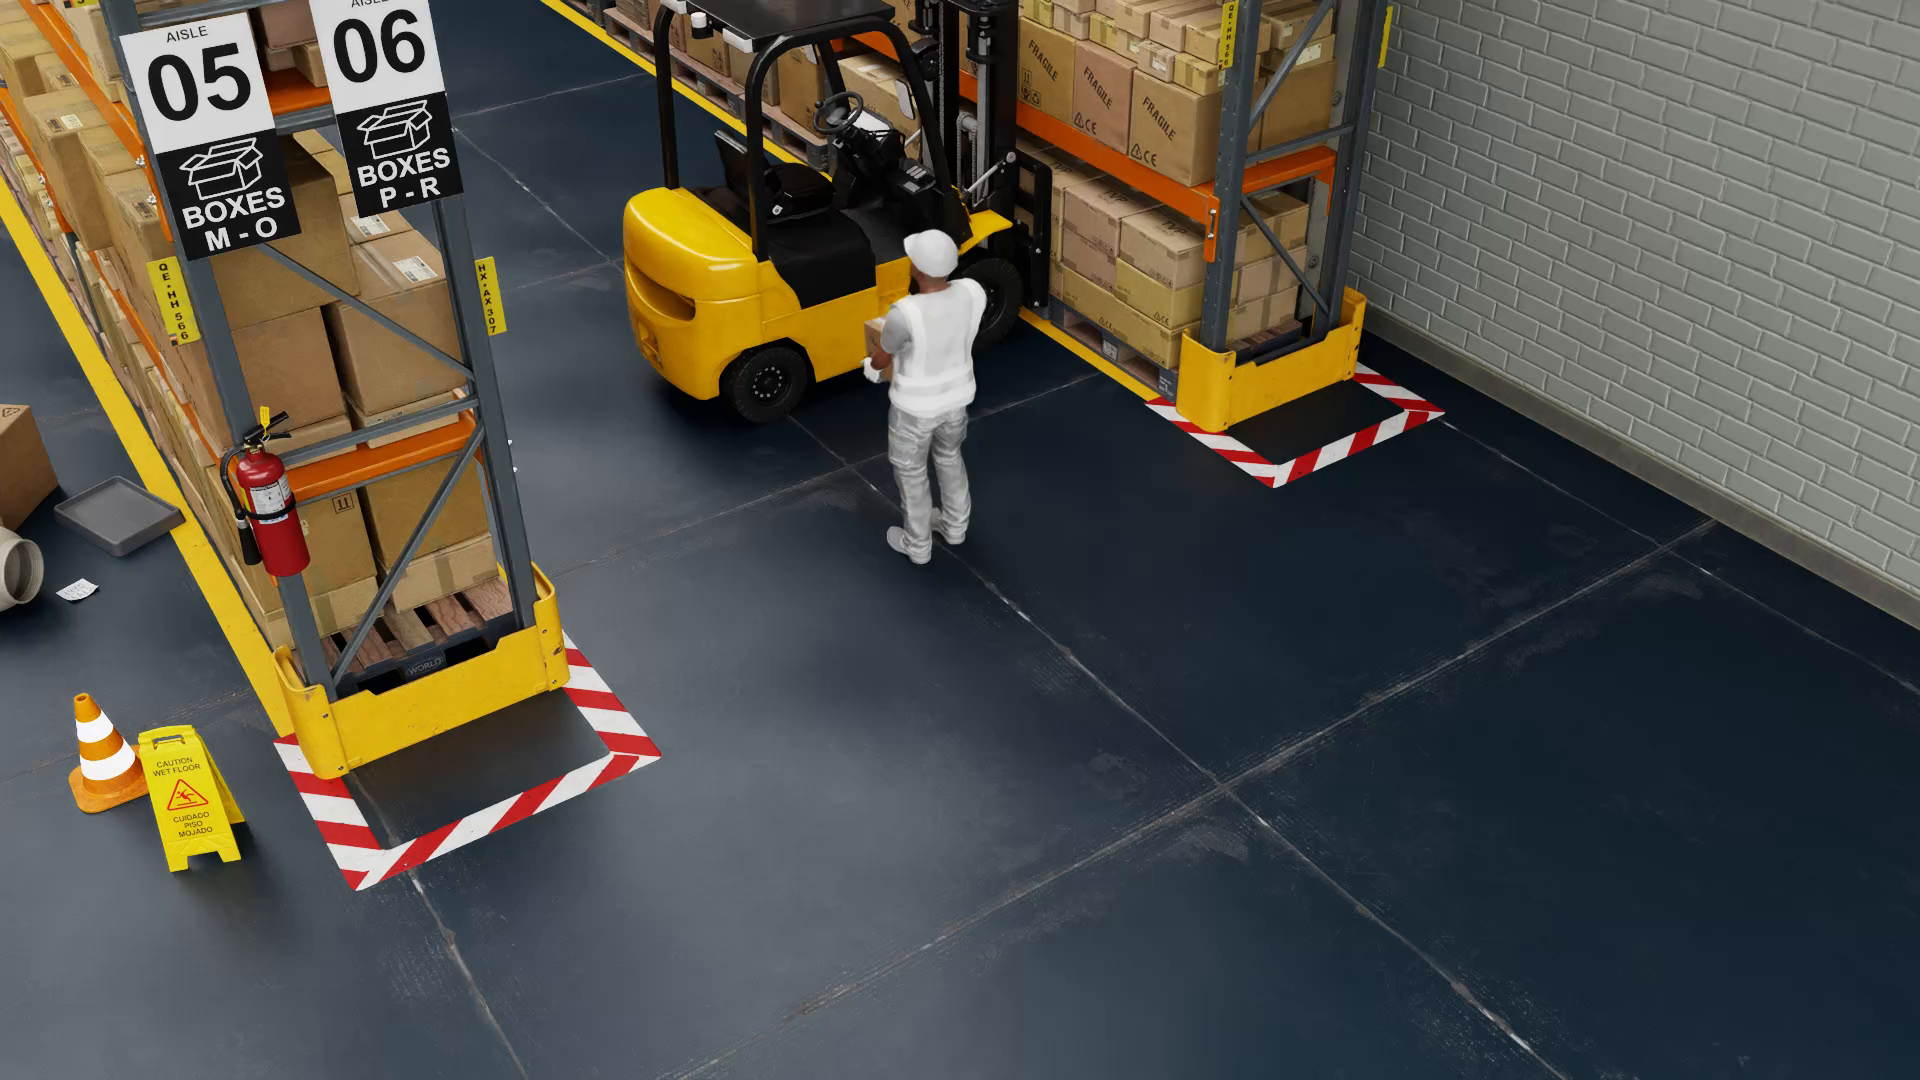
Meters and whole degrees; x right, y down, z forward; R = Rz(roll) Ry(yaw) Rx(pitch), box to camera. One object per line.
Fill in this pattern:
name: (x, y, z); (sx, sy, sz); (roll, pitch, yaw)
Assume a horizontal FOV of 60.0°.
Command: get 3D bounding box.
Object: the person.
person: (-0.203, -0.722, 7.979); (0.495, 1.784, 0.573); (-23, 42, -29)
